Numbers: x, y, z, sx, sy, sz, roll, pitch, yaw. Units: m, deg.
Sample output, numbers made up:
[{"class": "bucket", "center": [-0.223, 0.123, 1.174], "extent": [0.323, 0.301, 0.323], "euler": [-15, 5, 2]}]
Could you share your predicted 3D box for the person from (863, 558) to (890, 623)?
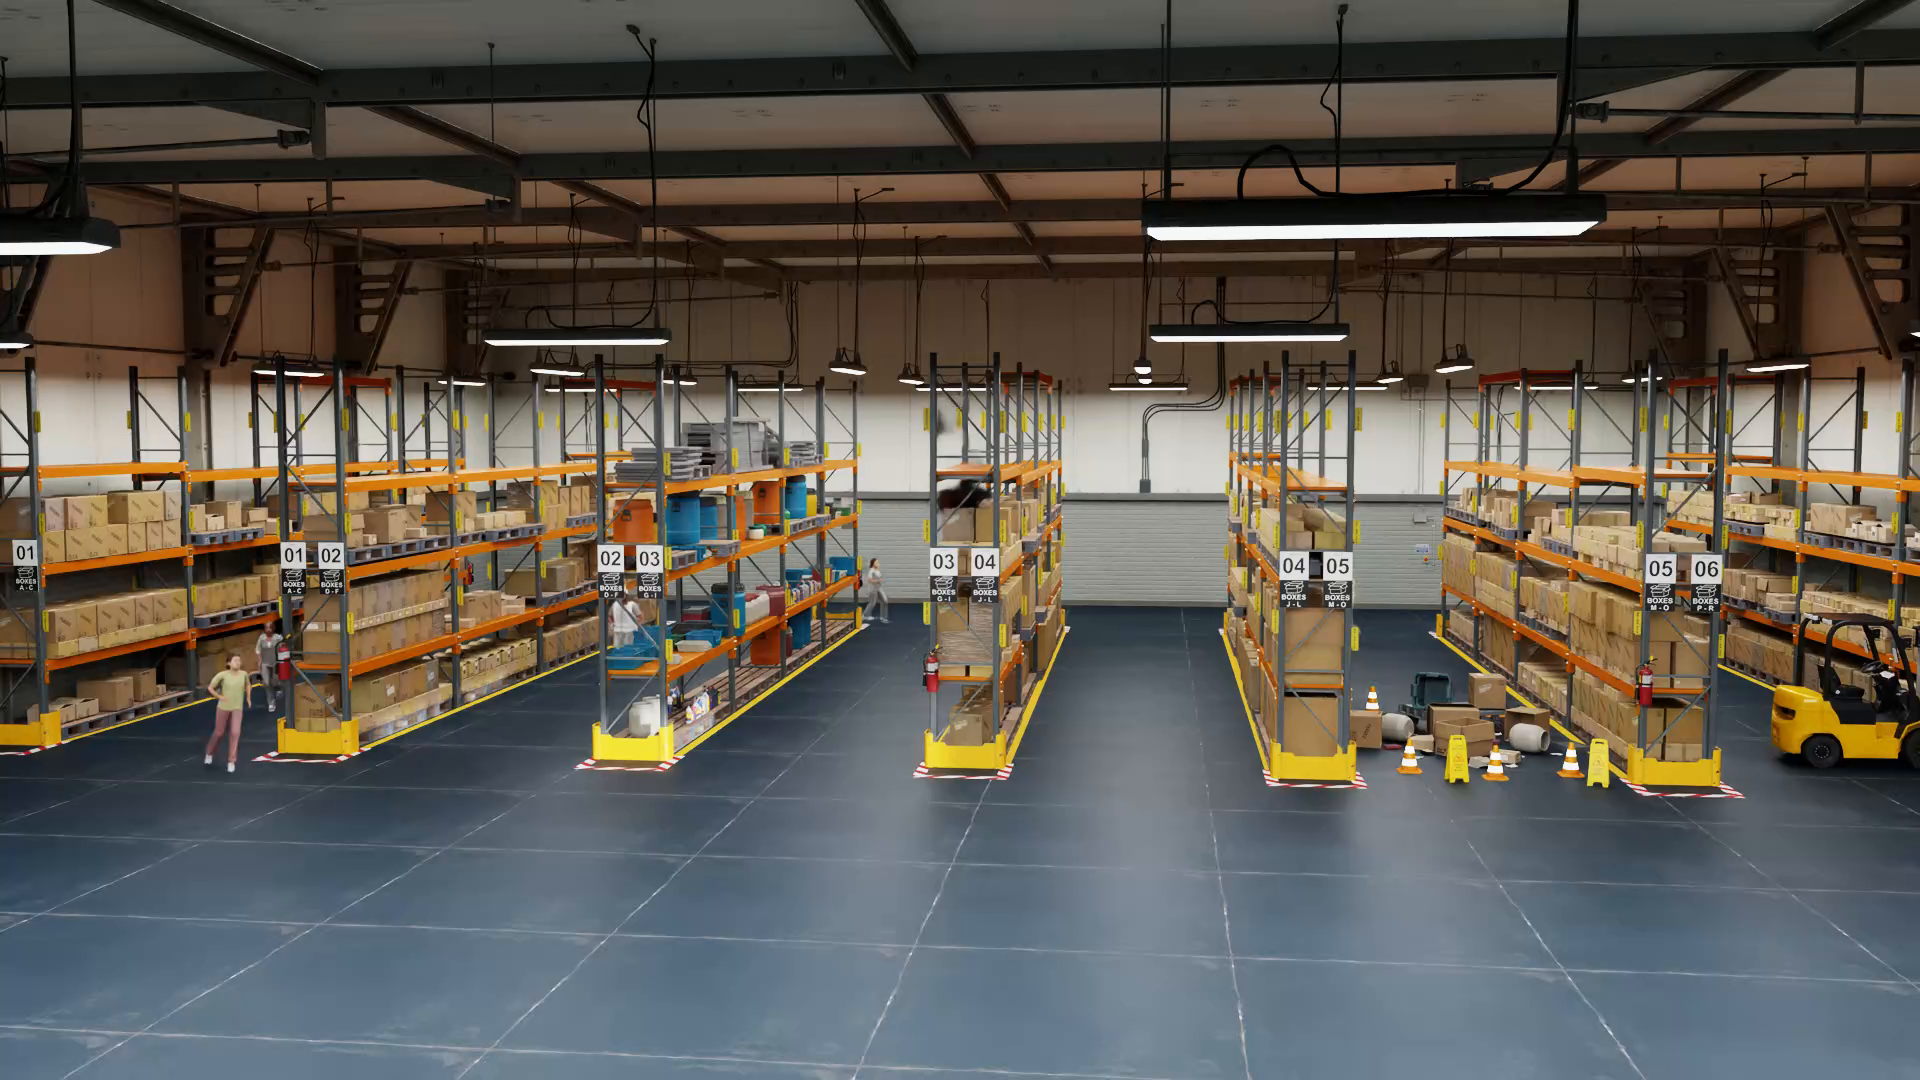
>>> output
[{"class": "person", "center": [-2.193, 1.275, 41.444], "extent": [0.714, 1.686, 0.631], "euler": [2, 5, 29]}]

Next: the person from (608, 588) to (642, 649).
[{"class": "person", "center": [-6.654, 1.814, 32.920], "extent": [0.685, 1.736, 0.603], "euler": [0, 4, 5]}]

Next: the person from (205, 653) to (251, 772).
[{"class": "person", "center": [-10.546, 2.460, 24.079], "extent": [0.644, 1.651, 0.943], "euler": [-3, 5, -37]}]

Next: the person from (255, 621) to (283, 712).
[{"class": "person", "center": [-12.021, 2.184, 29.034], "extent": [0.525, 1.562, 0.680], "euler": [-1, 4, -13]}]
